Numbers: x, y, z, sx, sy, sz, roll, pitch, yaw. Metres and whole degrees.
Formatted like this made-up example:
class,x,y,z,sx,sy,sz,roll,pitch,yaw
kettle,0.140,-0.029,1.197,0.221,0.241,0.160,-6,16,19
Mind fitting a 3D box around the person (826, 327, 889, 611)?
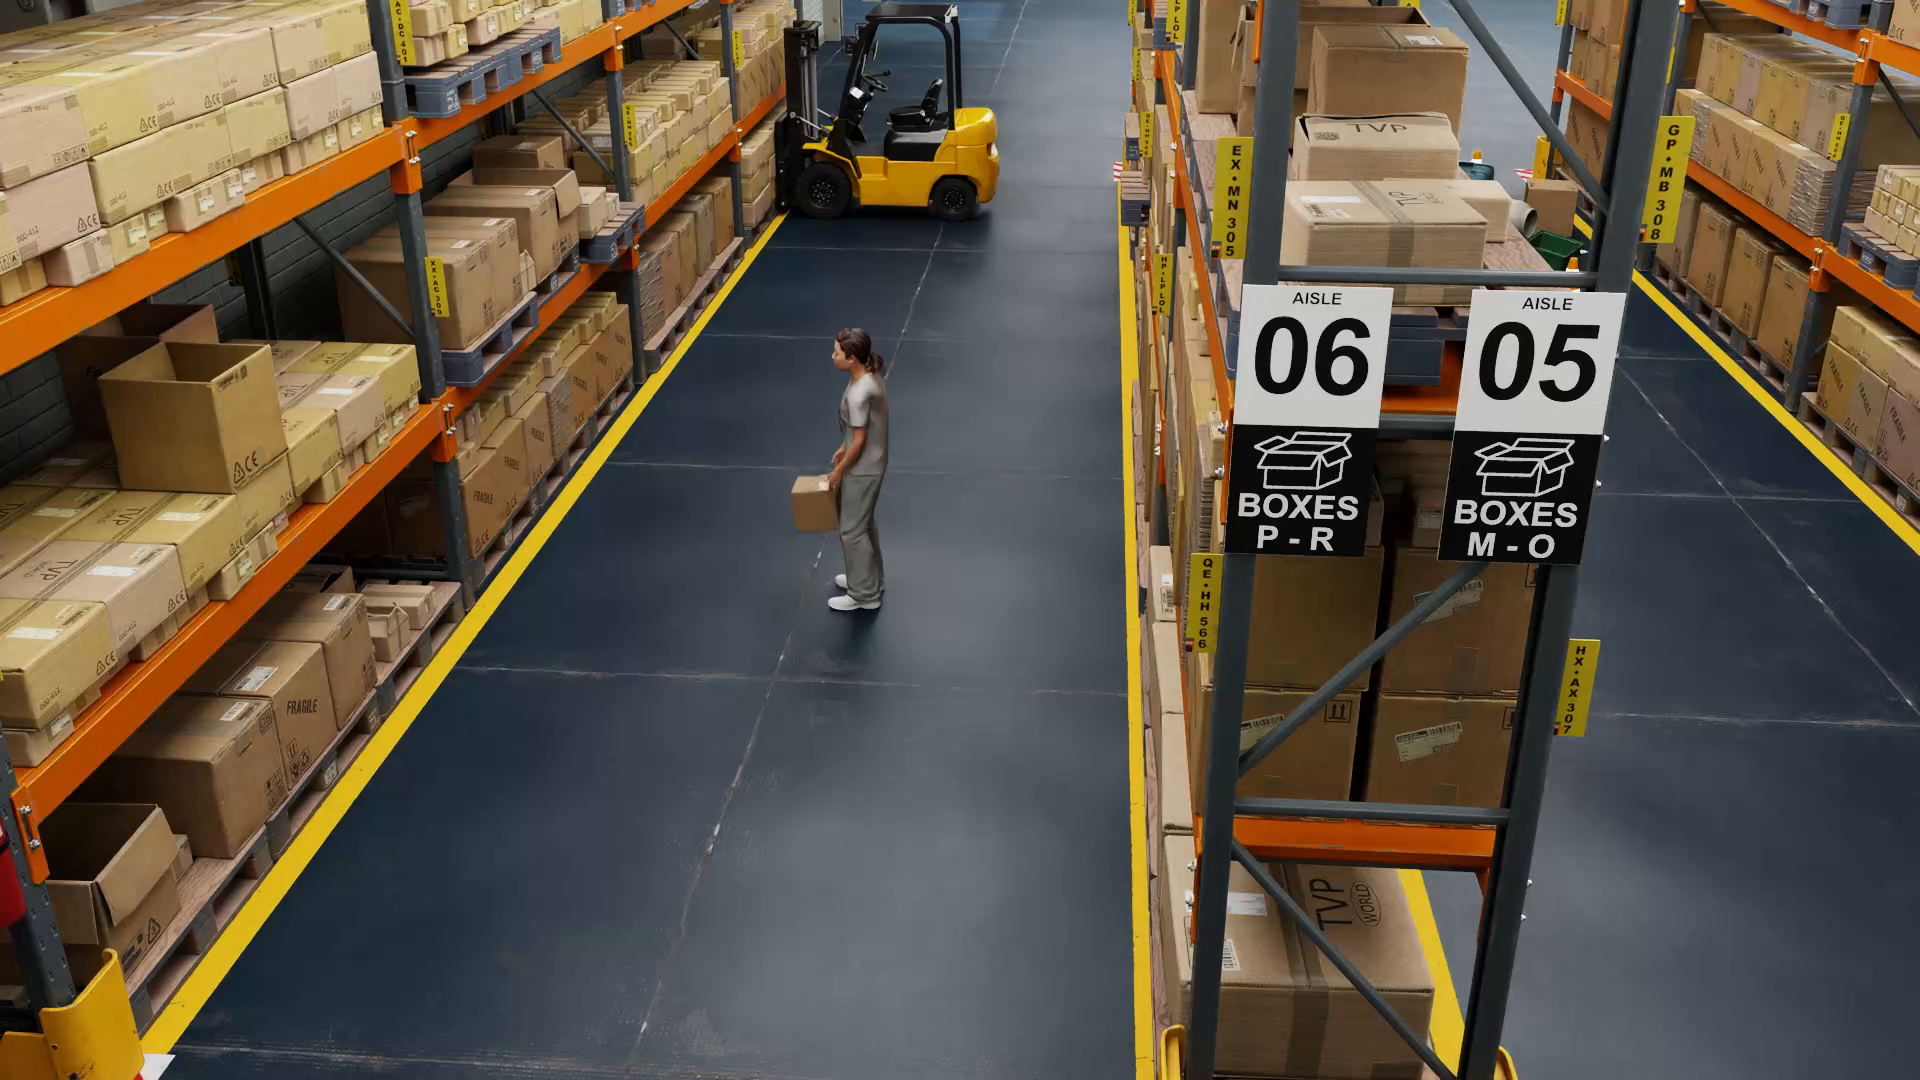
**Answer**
class,x,y,z,sx,sy,sz,roll,pitch,yaw
person,-0.584,-0.408,9.496,0.365,1.674,0.471,1,25,3
